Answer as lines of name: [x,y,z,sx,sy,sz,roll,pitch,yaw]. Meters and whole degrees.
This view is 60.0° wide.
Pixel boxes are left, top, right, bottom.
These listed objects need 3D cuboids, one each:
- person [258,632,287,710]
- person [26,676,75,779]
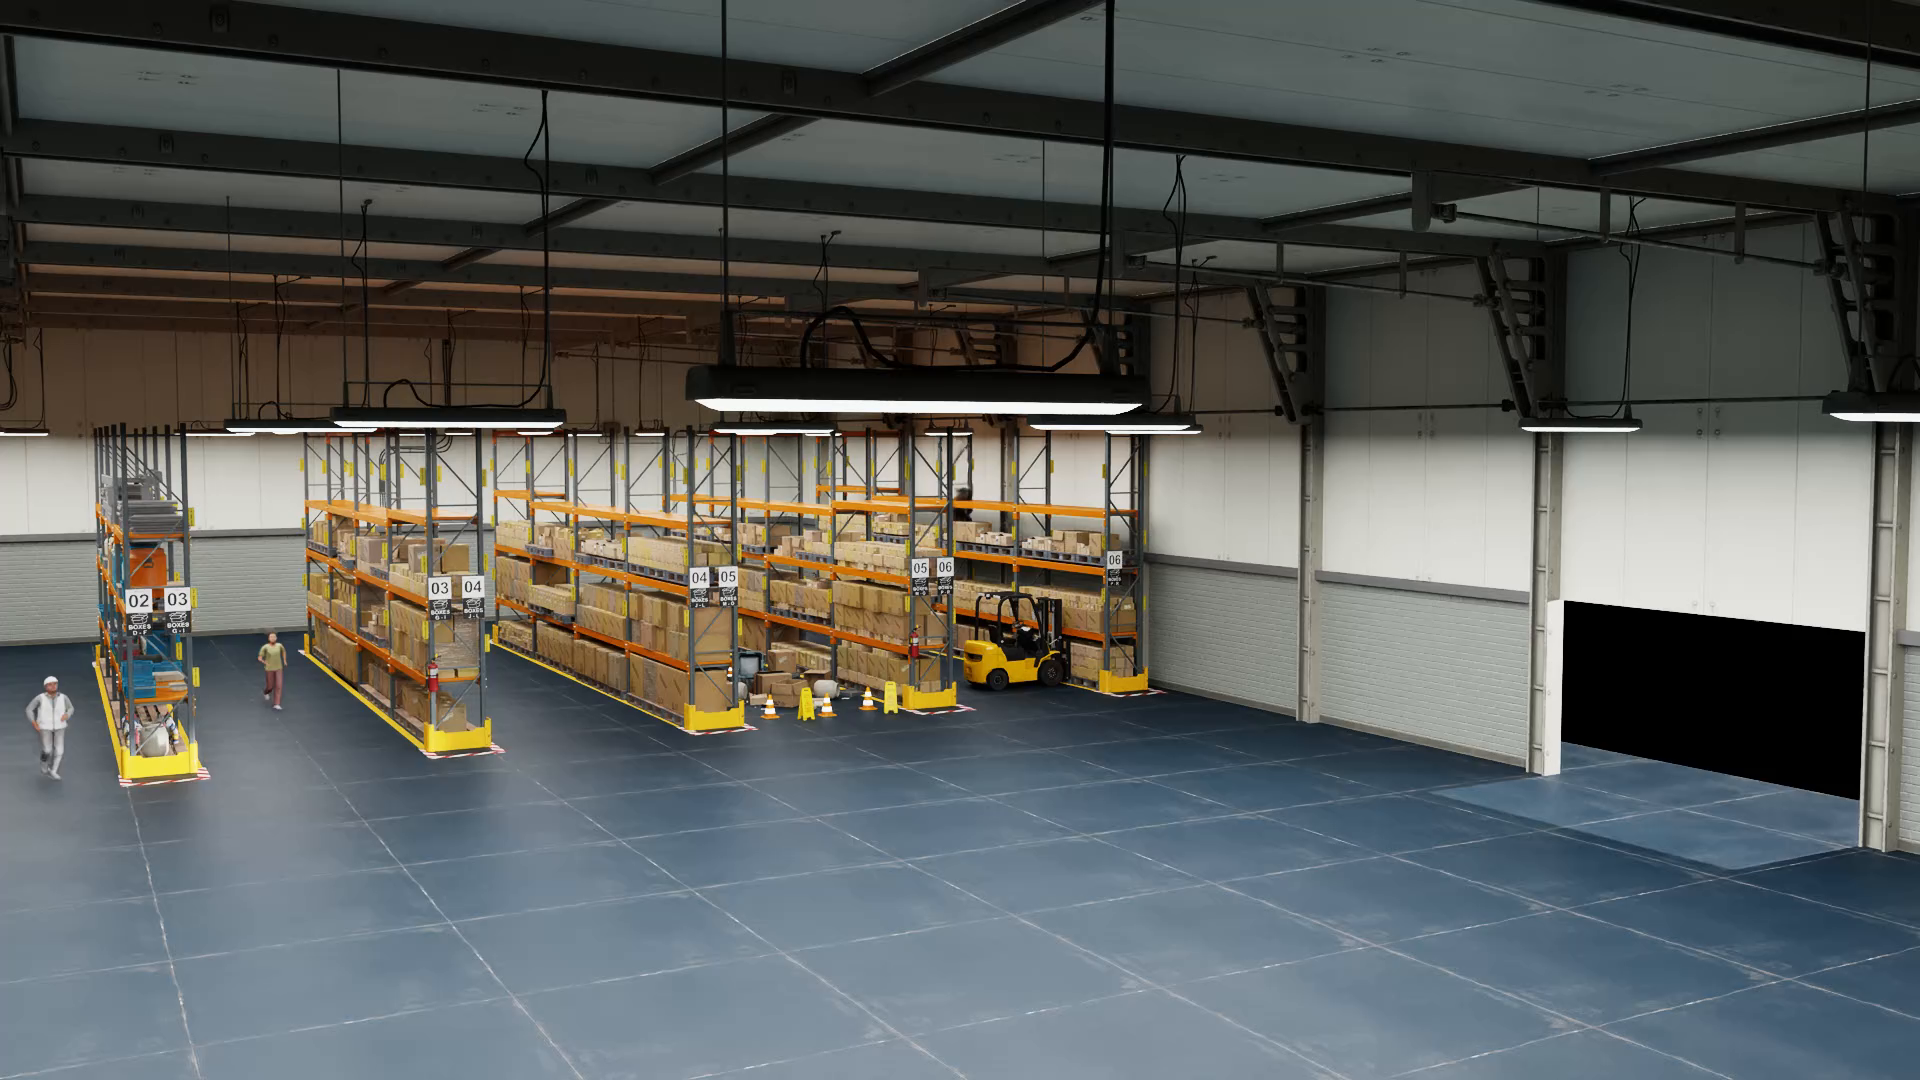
person: [-14.601,2.765,35.390,0.593,1.635,0.894,-3,4,-37]
person: [-15.254,3.160,27.948,0.715,1.730,0.522,-3,4,-39]
